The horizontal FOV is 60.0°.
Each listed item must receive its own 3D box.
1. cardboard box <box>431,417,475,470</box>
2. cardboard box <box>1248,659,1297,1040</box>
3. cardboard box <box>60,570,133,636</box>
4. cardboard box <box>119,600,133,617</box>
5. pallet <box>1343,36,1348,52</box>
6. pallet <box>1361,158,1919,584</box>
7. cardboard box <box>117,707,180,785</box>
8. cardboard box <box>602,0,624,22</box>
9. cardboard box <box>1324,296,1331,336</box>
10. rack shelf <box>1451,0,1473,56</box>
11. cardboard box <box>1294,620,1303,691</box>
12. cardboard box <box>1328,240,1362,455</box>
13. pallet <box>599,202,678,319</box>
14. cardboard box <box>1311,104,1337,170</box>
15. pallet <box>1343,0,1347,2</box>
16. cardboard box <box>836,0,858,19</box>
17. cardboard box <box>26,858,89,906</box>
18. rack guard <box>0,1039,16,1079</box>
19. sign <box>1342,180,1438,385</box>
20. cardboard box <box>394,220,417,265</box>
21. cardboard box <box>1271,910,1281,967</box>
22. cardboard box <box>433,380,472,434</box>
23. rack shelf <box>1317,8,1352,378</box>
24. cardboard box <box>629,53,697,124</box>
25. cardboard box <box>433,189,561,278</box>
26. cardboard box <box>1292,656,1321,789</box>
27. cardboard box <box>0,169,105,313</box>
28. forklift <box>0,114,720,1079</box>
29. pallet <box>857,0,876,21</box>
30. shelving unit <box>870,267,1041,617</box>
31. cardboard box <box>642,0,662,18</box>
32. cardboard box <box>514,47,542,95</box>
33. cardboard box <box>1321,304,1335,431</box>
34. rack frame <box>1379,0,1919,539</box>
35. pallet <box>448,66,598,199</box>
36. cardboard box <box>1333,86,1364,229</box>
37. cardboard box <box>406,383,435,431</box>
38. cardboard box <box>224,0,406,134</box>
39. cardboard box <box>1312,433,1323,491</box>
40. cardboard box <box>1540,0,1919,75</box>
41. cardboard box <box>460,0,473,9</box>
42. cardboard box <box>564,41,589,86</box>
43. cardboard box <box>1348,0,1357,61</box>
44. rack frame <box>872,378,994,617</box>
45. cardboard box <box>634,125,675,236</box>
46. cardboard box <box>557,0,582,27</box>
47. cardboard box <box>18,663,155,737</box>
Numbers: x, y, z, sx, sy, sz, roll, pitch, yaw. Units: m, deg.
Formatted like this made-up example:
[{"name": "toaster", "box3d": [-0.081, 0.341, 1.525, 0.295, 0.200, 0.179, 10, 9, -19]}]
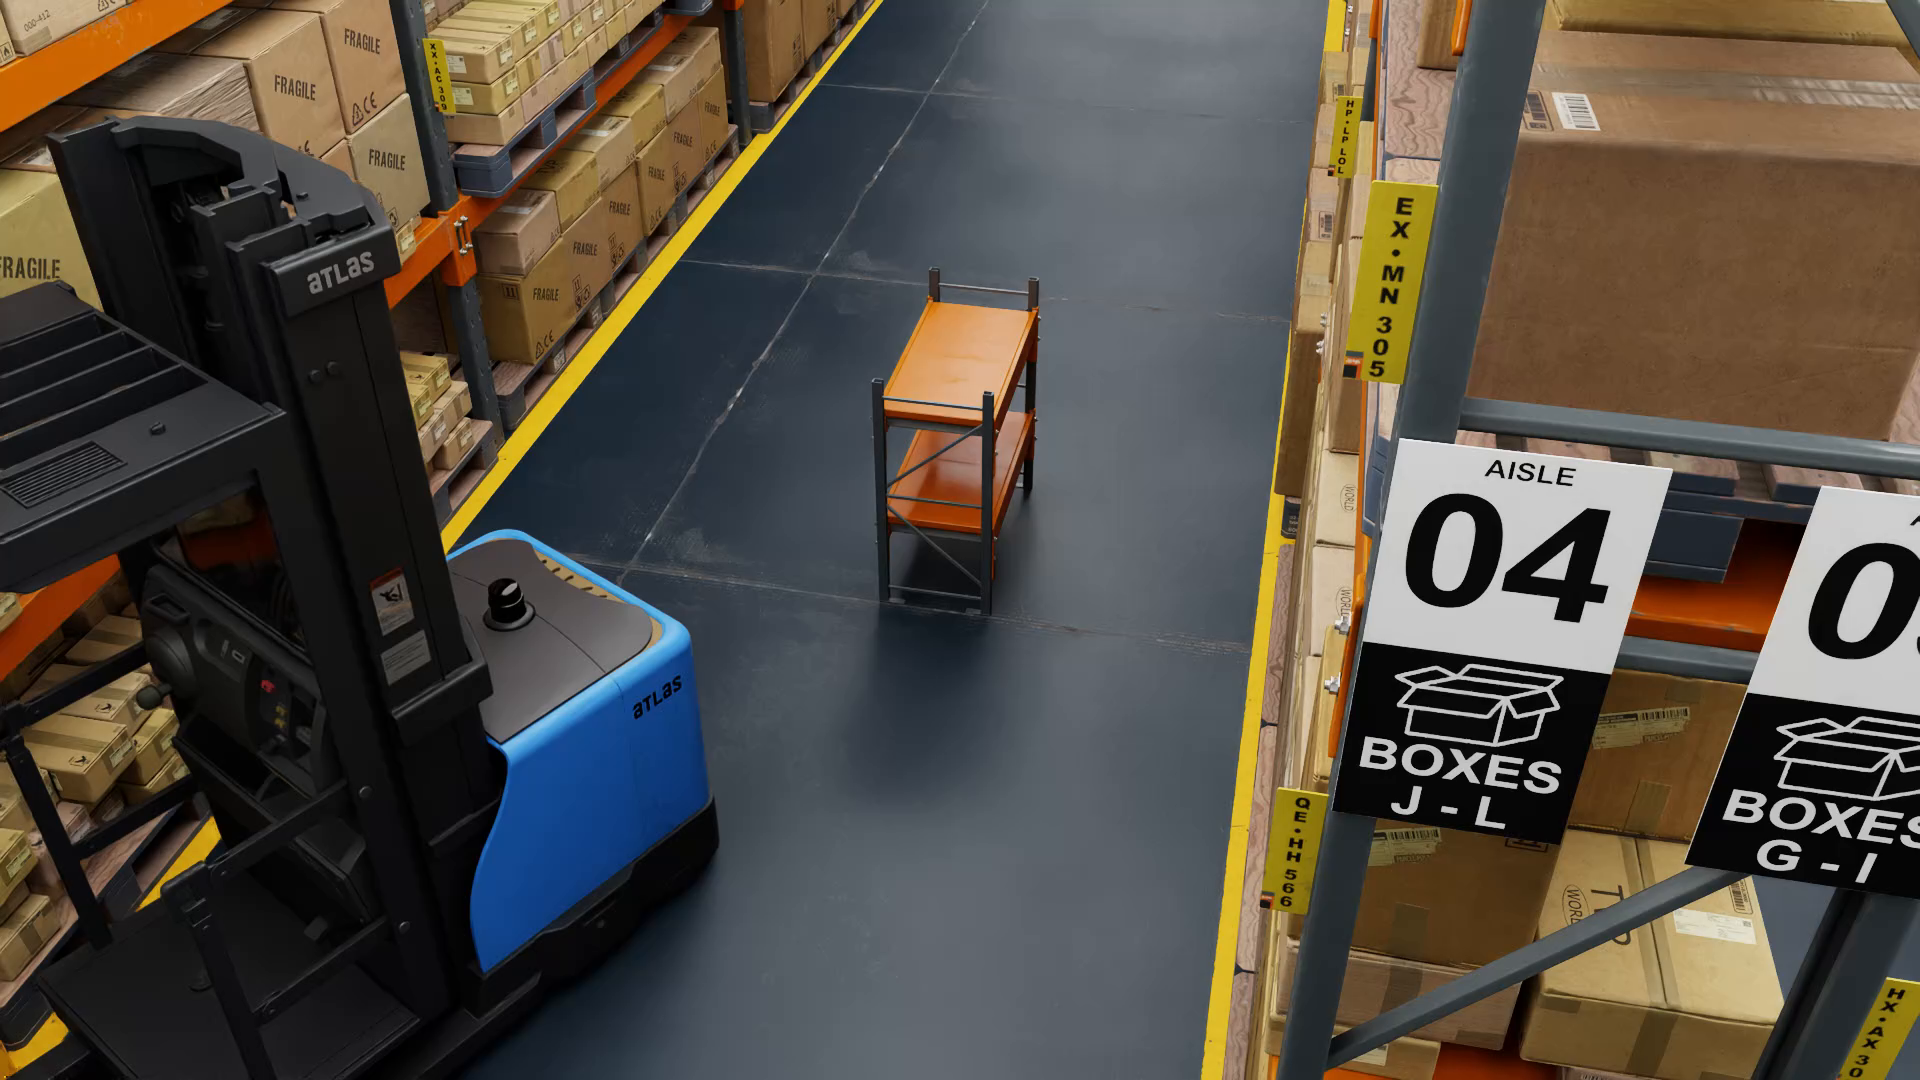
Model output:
[{"name": "cardboard box", "box3d": [-2.554, -0.482, 7.930, 0.380, 0.149, 0.250, 8, 37, 11]}, {"name": "cardboard box", "box3d": [1.420, 1.031, 5.224, 0.875, 0.875, 0.875, 7, 37, 10]}, {"name": "cardboard box", "box3d": [-3.466, 0.228, 6.444, 0.380, 0.149, 0.250, 6, 36, 8]}, {"name": "cardboard box", "box3d": [-3.511, 0.183, 6.760, 0.380, 0.149, 0.250, 8, 37, 10]}, {"name": "pallet", "box3d": [3.307, -3.363, 12.210, 1.003, 0.211, 1.213, 7, 37, 10]}, {"name": "pallet", "box3d": [1.315, -0.366, 3.218, 1.003, 0.211, 1.213, 7, 37, 10]}, {"name": "cardboard box", "box3d": [-3.054, 0.721, 6.018, 0.380, 0.149, 0.250, 8, 37, 11]}, {"name": "cardboard box", "box3d": [-1.994, -2.843, 8.720, 0.380, 0.149, 0.250, 7, 36, 9]}, {"name": "cardboard box", "box3d": [1.633, -0.824, 6.545, 0.380, 0.149, 0.250, 7, 37, 10]}, {"name": "rack shelf", "box3d": [1.594, -1.883, 3.634, 1.077, 0.370, 4.000, 7, 37, 10]}, {"name": "cardboard box", "box3d": [1.193, 0.361, 4.910, 0.380, 0.149, 0.250, 7, 37, 10]}, {"name": "cardboard box", "box3d": [1.450, -0.594, 5.249, 0.500, 0.500, 0.500, 6, 36, 8]}, {"name": "pallet", "box3d": [-2.379, -1.752, 9.988, 1.003, 0.211, 1.213, 7, 37, 10]}, {"name": "cardboard box", "box3d": [2.510, -1.754, 9.066, 1.225, 0.875, 0.875, 7, 37, 10]}, {"name": "pallet", "box3d": [3.839, -4.901, 14.332, 1.003, 0.211, 1.213, 7, 37, 10]}, {"name": "cardboard box", "box3d": [-1.348, -4.659, 13.182, 1.050, 0.750, 0.750, 7, 37, 10]}, {"name": "cardboard box", "box3d": [-3.257, 1.124, 5.715, 0.380, 0.149, 0.250, 7, 37, 10]}, {"name": "rack guard", "box3d": [-3.641, 1.528, 5.215, 1.175, 0.500, 0.348, 7, 37, 10]}, {"name": "sign", "box3d": [0.640, -0.378, 2.472, 0.100, 0.325, 0.005, 7, 37, 10]}, {"name": "cardboard box", "box3d": [-2.584, -1.277, 7.170, 0.380, 0.149, 0.250, 6, 36, 9]}, {"name": "cardboard box", "box3d": [0.975, 0.947, 4.102, 0.380, 0.149, 0.250, 8, 37, 10]}, {"name": "cardboard box", "box3d": [-2.559, -0.649, 7.908, 0.380, 0.149, 0.250, 8, 37, 11]}, {"name": "rack shelf", "box3d": [2.448, -1.909, 8.441, 1.077, 0.370, 4.000, 7, 37, 10]}, {"name": "cardboard box", "box3d": [-1.935, -2.772, 10.152, 0.500, 0.250, 0.500, 8, 37, 11]}, {"name": "cardboard box", "box3d": [-2.387, -1.585, 8.515, 0.500, 0.250, 0.500, 6, 36, 8]}, {"name": "cardboard box", "box3d": [1.120, 0.578, 4.271, 0.500, 0.250, 0.500, 7, 36, 9]}, {"name": "cardboard box", "box3d": [-3.067, -0.816, 5.129, 0.500, 0.500, 0.500, 7, 36, 9]}, {"name": "forklift", "box3d": [-2.203, 0.467, 4.609, 1.130, 2.935, 3.031, 26, 43, 31]}, {"name": "pallet", "box3d": [-1.185, -4.739, 14.109, 1.003, 0.211, 1.213, 7, 37, 10]}, {"name": "shelving unit", "box3d": [-0.001, -0.452, 7.415, 0.538, 1.125, 1.048, 7, 37, 10]}, {"name": "cardboard box", "box3d": [-1.884, -3.020, 9.217, 0.380, 0.149, 0.250, 8, 37, 11]}, {"name": "cardboard box", "box3d": [-2.216, -2.239, 7.886, 0.380, 0.149, 0.250, 7, 36, 9]}, {"name": "cardboard box", "box3d": [1.554, -0.592, 5.886, 0.500, 0.250, 0.500, 7, 37, 10]}, {"name": "rack frame", "box3d": [1.167, -1.190, 1.723, 1.000, 3.000, 0.127, 7, 37, 10]}, {"name": "pallet", "box3d": [-2.497, -2.076, 8.221, 1.003, 0.211, 1.213, 7, 37, 10]}, {"name": "cardboard box", "box3d": [1.967, -1.679, 7.426, 0.500, 0.500, 0.500, 8, 37, 11]}, {"name": "cardboard box", "box3d": [-2.640, -0.602, 7.589, 0.380, 0.149, 0.250, 8, 37, 11]}, {"name": "cardboard box", "box3d": [-2.639, -1.996, 6.757, 0.500, 0.500, 0.500, 6, 36, 8]}, {"name": "cardboard box", "box3d": [1.412, -0.225, 5.718, 0.380, 0.149, 0.250, 7, 36, 9]}, {"name": "cardboard box", "box3d": [1.464, -0.838, 3.266, 0.700, 0.500, 0.500, 6, 36, 8]}, {"name": "cardboard box", "box3d": [-2.689, -2.774, 8.625, 0.380, 0.149, 0.250, 6, 36, 8]}, {"name": "cardboard box", "box3d": [-2.104, -2.416, 8.384, 0.380, 0.149, 0.250, 8, 37, 10]}, {"name": "cardboard box", "box3d": [2.398, -2.847, 9.037, 0.500, 0.500, 0.500, 6, 36, 9]}, {"name": "rack frame", "box3d": [-0.110, -0.160, 7.012, 0.500, 1.125, 0.032, 7, 37, 10]}, {"name": "cardboard box", "box3d": [-2.045, -2.172, 9.963, 0.500, 0.500, 0.500, 6, 36, 8]}, {"name": "cardboard box", "box3d": [-2.103, -2.661, 8.215, 0.380, 0.149, 0.250, 7, 36, 9]}, {"name": "cardboard box", "box3d": [-3.121, 0.591, 5.943, 0.380, 0.149, 0.250, 6, 36, 8]}]
